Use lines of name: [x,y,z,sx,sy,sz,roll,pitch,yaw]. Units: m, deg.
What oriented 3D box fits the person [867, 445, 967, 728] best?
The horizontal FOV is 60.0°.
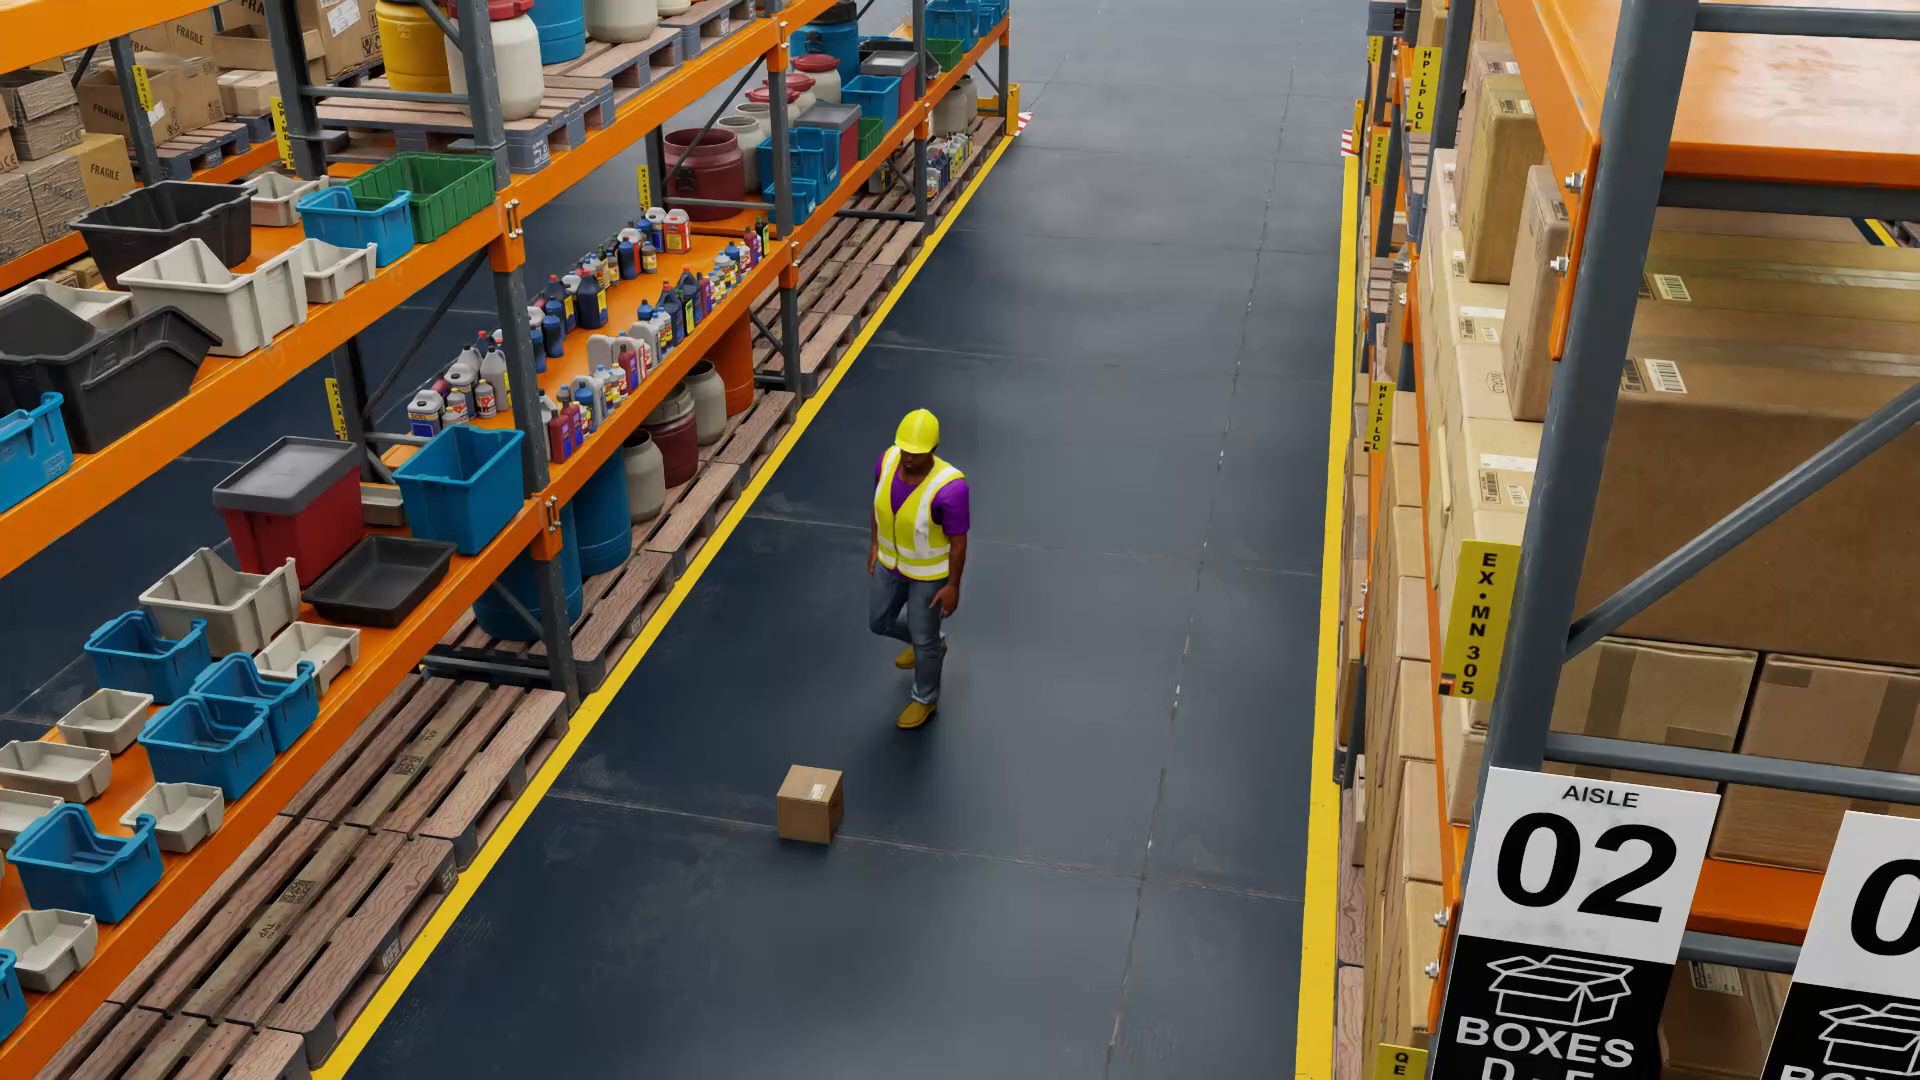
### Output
person: [-12.191,-2.574,5.758,17.705,9.000,17.581,22,35,34]
